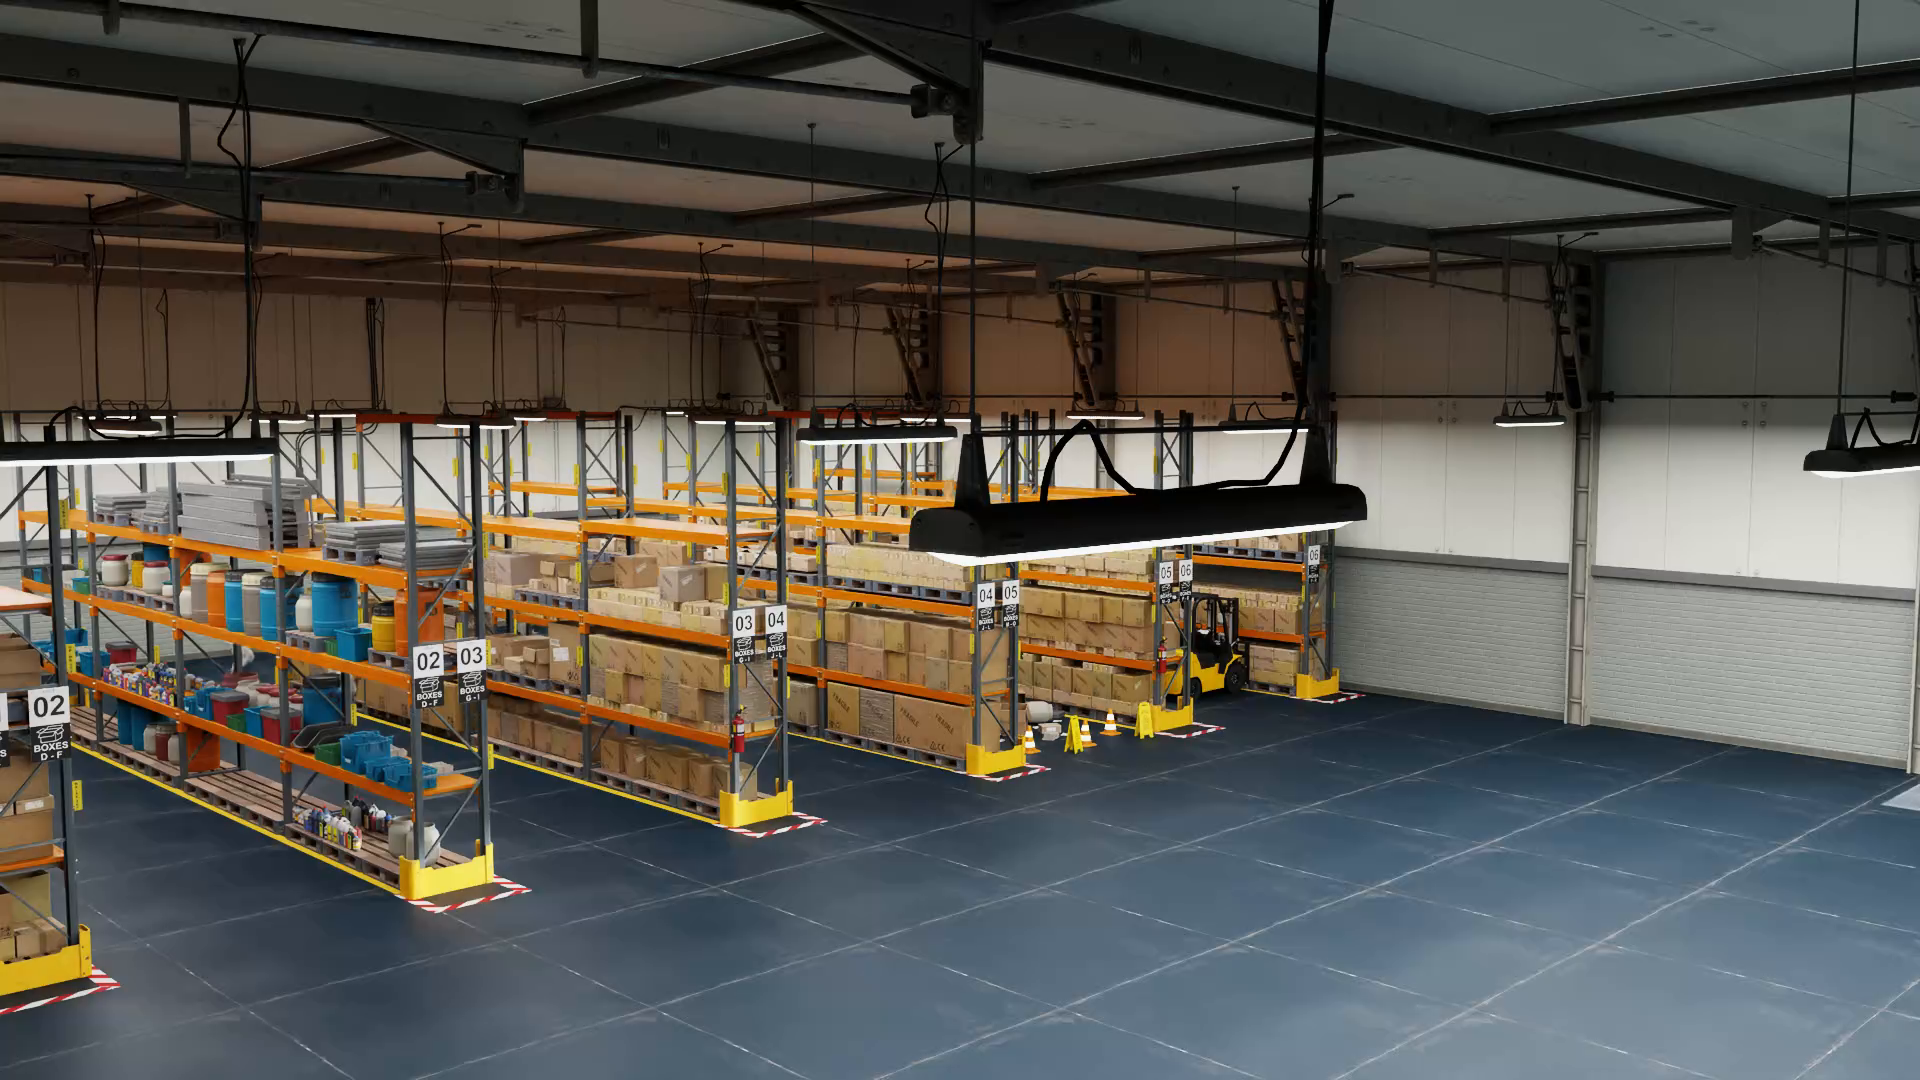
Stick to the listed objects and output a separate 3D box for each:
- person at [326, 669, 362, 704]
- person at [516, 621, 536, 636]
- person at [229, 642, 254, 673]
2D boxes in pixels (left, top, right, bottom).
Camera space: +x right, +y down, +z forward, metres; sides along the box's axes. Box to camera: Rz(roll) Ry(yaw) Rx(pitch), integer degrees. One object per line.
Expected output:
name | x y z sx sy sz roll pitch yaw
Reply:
person | -11.361 2.842 30.701 0.814 1.752 0.551 4 7 41
person | -10.733 1.897 41.230 0.703 1.752 0.597 5 7 42
person | -15.932 2.270 36.826 0.530 1.743 0.665 -4 6 -38
